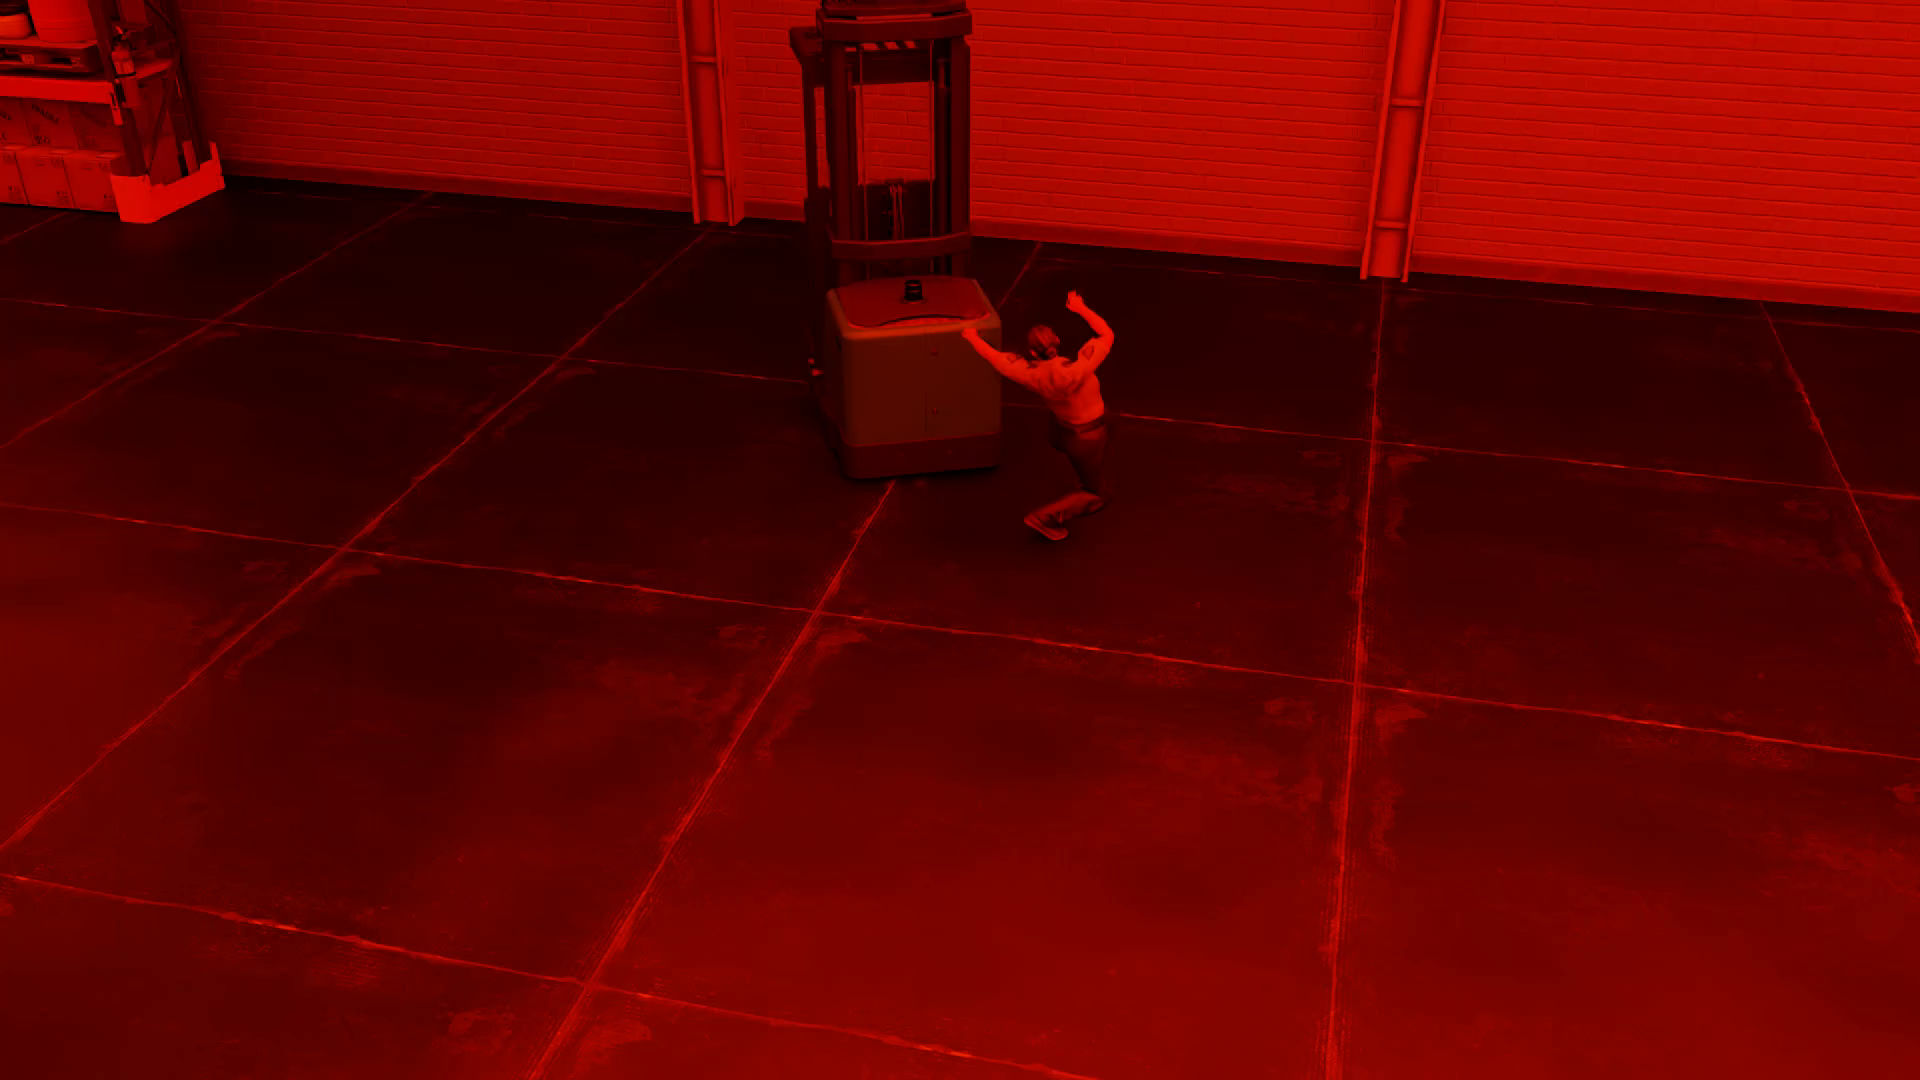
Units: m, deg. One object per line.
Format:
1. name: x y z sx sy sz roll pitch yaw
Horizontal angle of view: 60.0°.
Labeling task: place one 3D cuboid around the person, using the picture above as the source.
1. person: 0.572 -0.839 10.166 0.815 1.509 1.021 -20 35 -31

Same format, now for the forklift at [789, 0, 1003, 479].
1. forklift: -0.527 -2.378 11.367 1.130 2.935 3.031 -6 30 -10
